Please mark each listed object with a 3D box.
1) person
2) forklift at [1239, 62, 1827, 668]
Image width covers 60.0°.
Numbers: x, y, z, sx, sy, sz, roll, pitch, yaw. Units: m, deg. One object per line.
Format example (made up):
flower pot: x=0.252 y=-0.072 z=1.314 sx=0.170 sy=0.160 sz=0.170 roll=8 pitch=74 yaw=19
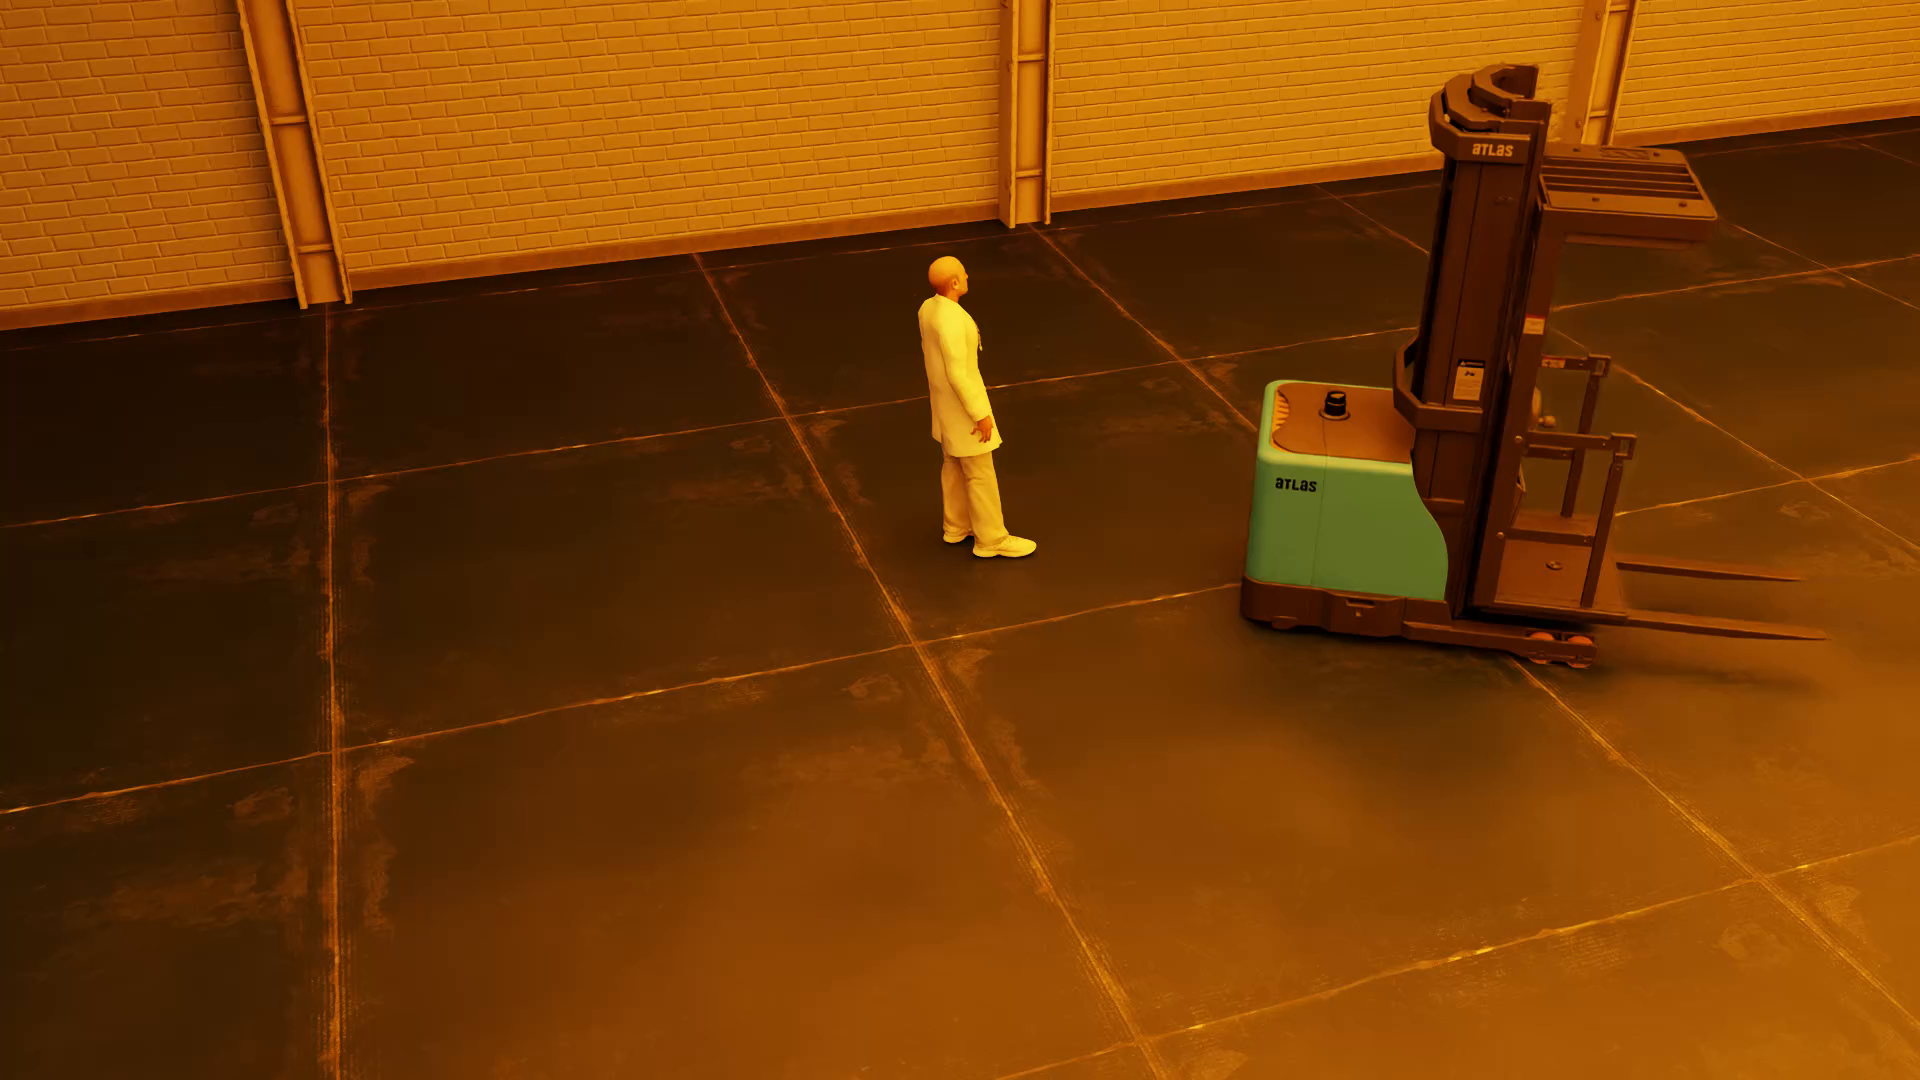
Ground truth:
person: x=0.087 y=-0.789 z=9.600 sx=0.581 sy=1.775 sz=0.696 roll=-10 pitch=31 yaw=-16
forklift: x=3.118 y=-0.880 z=8.617 sx=3.031 sy=2.935 sz=1.130 roll=6 pitch=30 yaw=10
